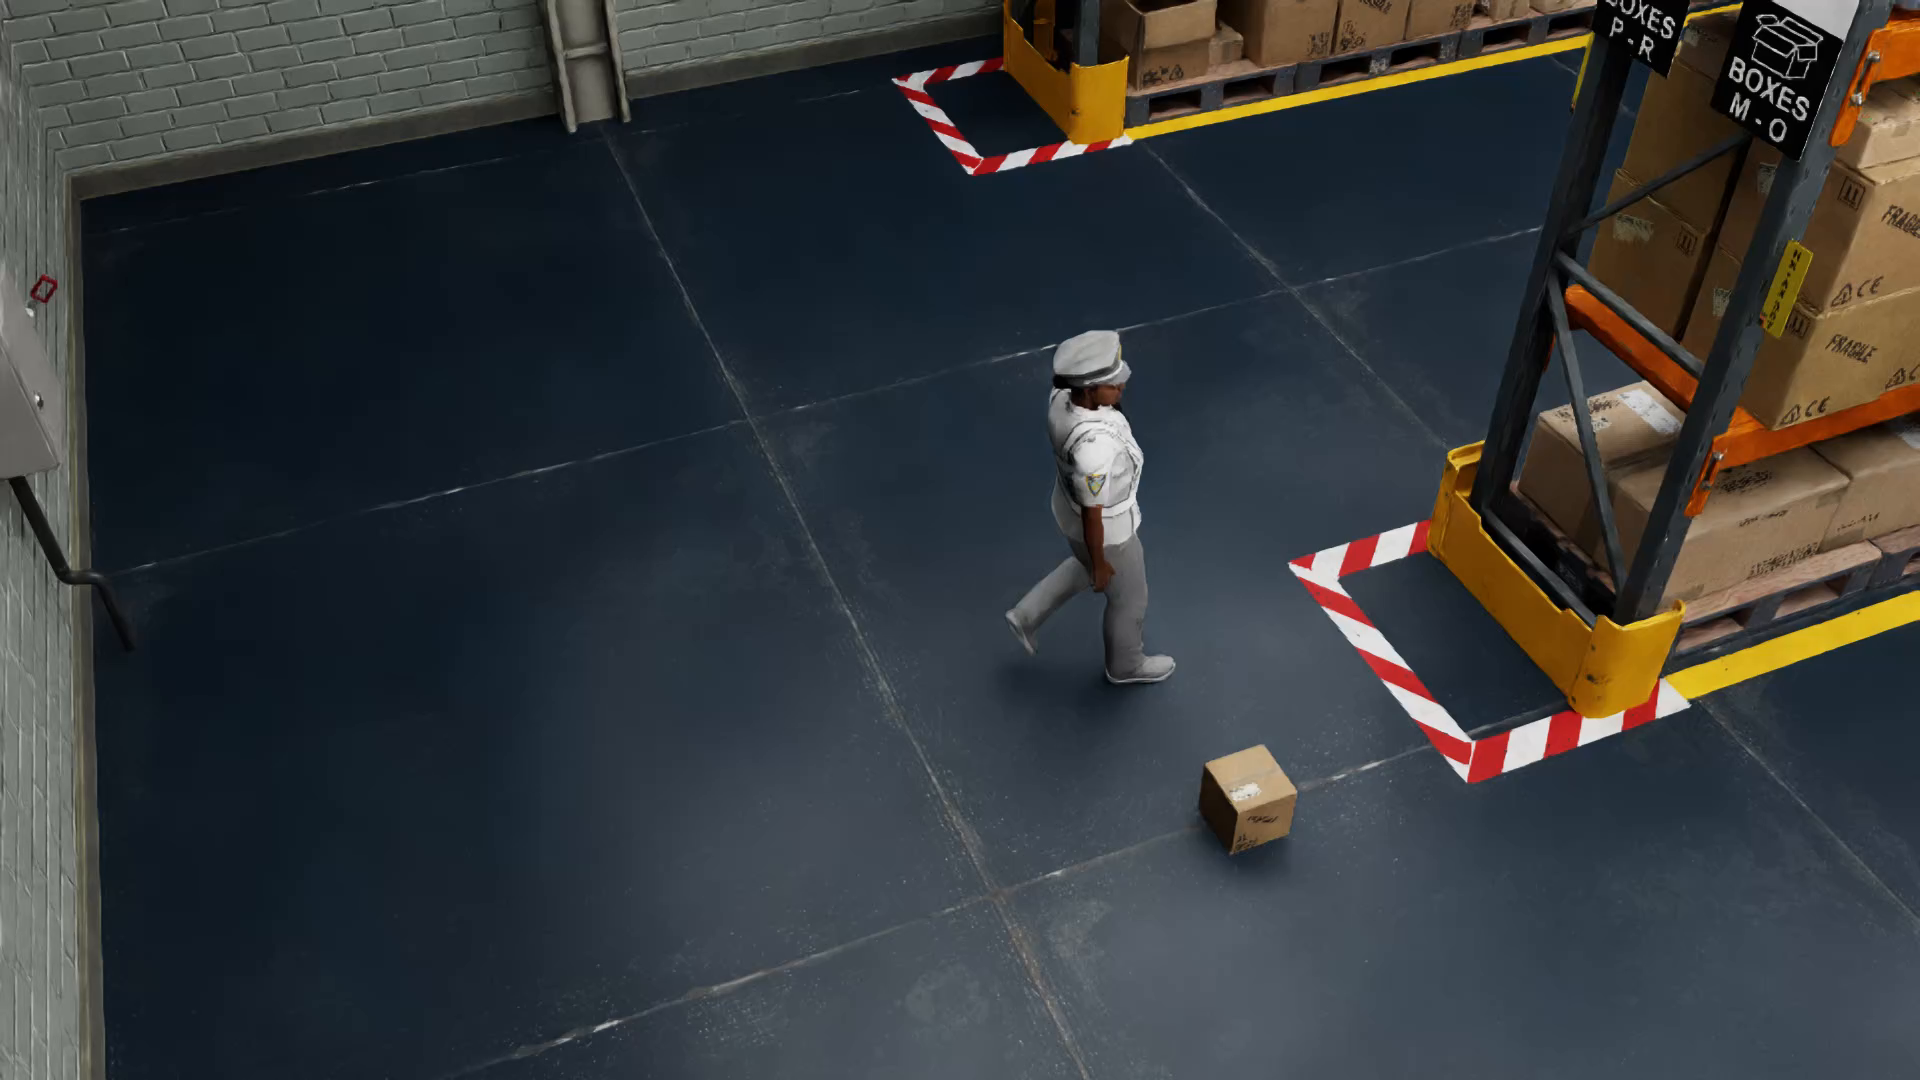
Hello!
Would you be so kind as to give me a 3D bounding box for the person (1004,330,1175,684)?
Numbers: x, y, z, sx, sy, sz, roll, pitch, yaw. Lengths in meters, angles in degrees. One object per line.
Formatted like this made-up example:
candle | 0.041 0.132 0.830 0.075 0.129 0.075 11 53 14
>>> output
person | 0.543 -0.080 6.238 0.665 1.676 0.478 -9 43 -10
